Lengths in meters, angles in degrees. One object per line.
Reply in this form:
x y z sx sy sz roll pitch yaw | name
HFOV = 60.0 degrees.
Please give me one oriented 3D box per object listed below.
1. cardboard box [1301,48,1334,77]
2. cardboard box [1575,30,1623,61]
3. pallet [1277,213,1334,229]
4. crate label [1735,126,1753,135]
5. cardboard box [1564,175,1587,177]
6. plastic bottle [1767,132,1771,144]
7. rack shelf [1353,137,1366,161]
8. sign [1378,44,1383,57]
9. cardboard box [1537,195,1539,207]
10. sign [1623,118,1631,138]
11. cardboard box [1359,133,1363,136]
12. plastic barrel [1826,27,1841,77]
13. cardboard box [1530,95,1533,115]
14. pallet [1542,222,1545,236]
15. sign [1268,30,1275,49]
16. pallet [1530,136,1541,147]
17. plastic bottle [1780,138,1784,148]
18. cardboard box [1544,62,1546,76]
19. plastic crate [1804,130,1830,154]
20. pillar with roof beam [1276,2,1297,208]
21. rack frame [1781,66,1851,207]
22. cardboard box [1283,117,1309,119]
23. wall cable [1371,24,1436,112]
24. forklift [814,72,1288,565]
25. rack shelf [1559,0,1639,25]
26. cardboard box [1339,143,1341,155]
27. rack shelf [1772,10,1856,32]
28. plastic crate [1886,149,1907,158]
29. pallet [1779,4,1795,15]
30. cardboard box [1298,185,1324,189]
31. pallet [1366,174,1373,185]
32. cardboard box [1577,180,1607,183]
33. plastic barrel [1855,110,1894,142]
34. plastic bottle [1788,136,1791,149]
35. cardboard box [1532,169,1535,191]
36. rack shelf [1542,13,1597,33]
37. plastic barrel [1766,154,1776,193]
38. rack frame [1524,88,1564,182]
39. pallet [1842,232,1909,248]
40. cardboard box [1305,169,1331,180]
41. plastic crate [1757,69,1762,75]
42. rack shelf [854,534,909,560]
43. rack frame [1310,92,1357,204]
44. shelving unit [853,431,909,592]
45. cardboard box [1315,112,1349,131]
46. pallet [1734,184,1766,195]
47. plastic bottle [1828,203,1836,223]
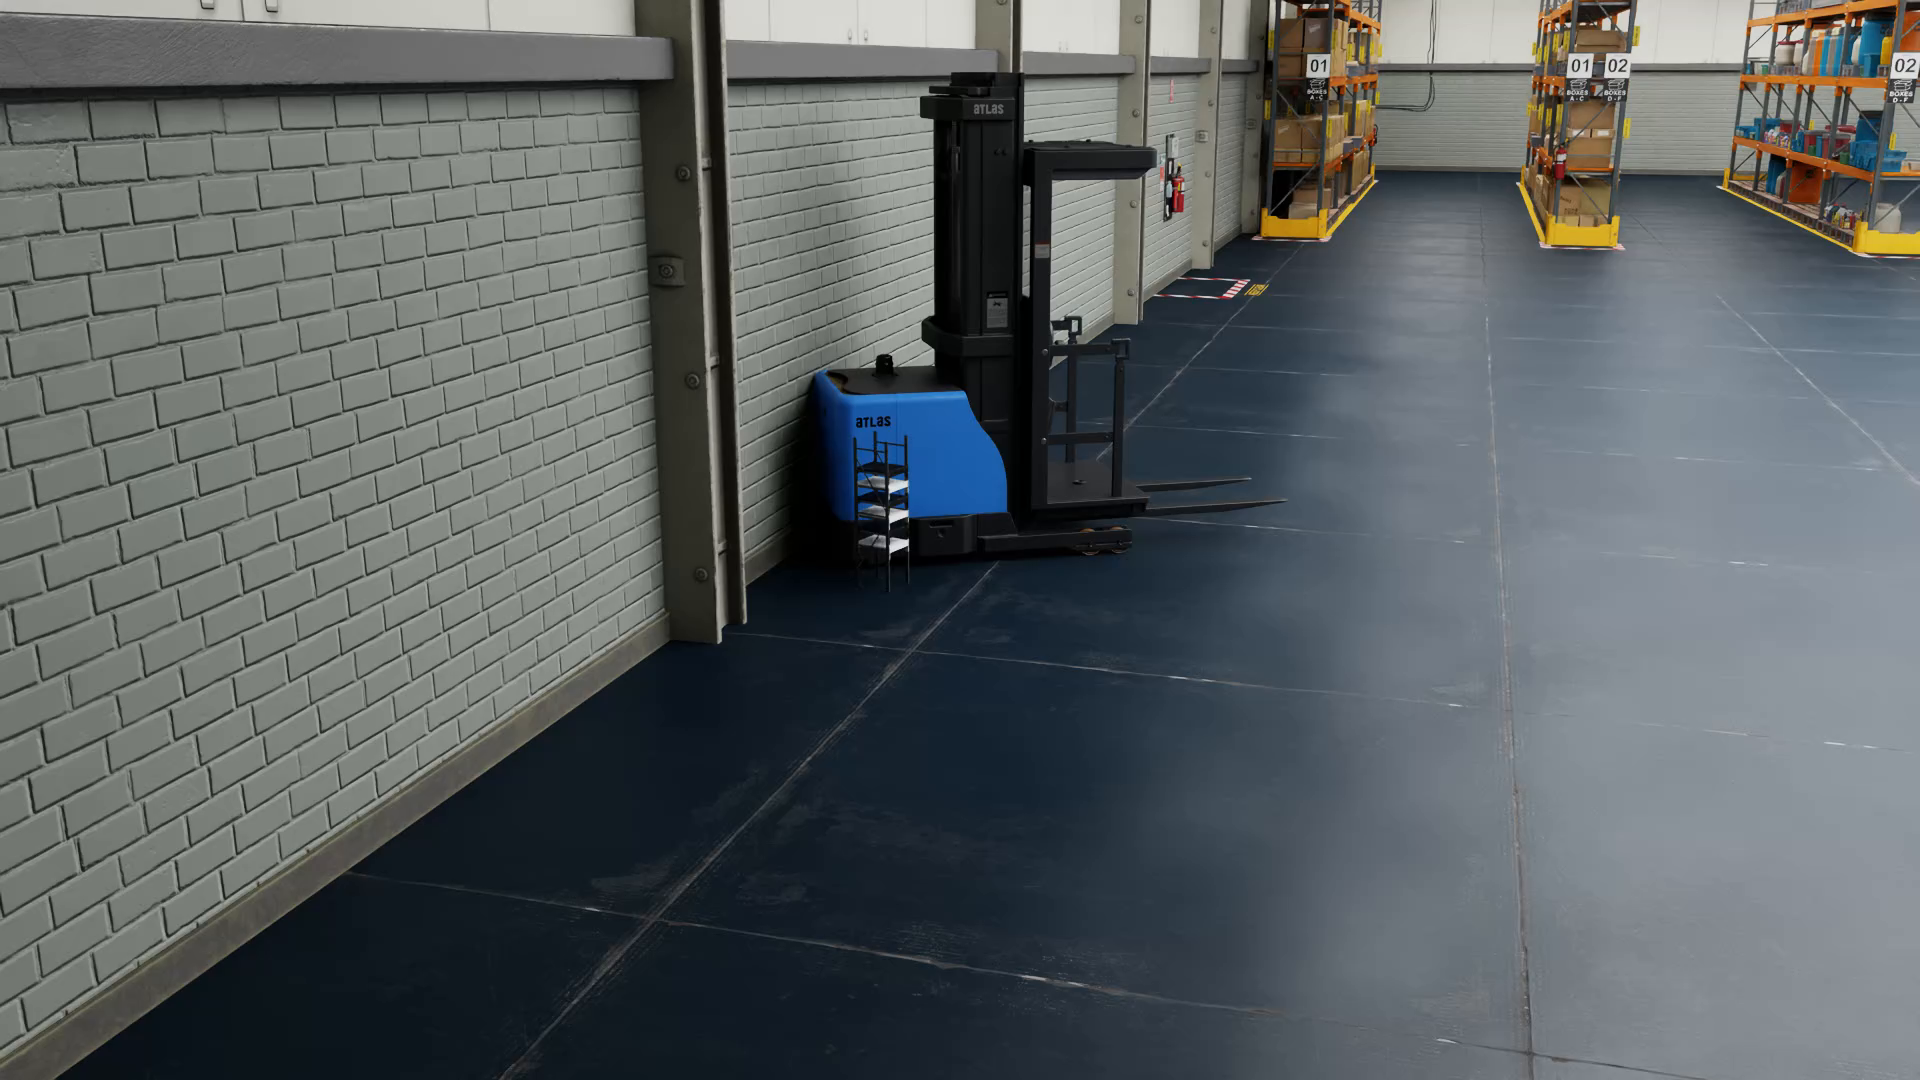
6.402 -8.549 29.756 0.500 0.500 0.500 5 17 17 | cardboard box
10.985 -8.509 28.620 0.797 0.503 0.637 6 17 20 | cardboard box
6.702 -6.186 32.253 1.003 0.211 1.213 5 16 16 | pallet
19.727 -10.307 41.868 0.416 0.233 0.303 5 16 16 | crate label
13.178 -7.683 35.660 0.500 0.311 0.500 5 17 17 | cardboard box
18.375 -9.104 37.658 0.152 0.276 0.135 5 16 16 | plastic bottle
8.909 -9.250 39.263 1.077 0.370 4.000 5 16 16 | rack shelf
11.130 -12.951 44.019 0.100 0.325 0.005 5 16 16 | sign
12.084 -6.920 33.998 0.500 0.250 0.500 5 17 17 | cardboard box
11.348 -7.007 28.304 0.100 0.325 0.005 5 16 16 | sign
9.468 -9.692 39.927 0.380 0.149 0.250 5 16 16 | cardboard box
16.825 -9.264 31.576 0.600 0.901 0.600 0 16 0 | plastic barrel
14.985 -11.216 42.861 0.500 0.500 0.500 5 17 18 | cardboard box
11.343 -5.777 30.810 1.003 0.211 1.213 5 16 16 | pallet
5.540 -8.897 29.581 0.100 0.325 0.005 5 16 16 | sign
13.216 -8.780 36.640 1.213 0.211 1.003 5 16 16 | pallet
17.854 -8.616 36.072 0.097 0.201 0.097 0 16 0 | plastic bottle
13.475 -10.567 36.908 0.910 0.500 0.500 5 16 16 | cardboard box
17.086 -7.937 33.196 0.402 0.464 0.583 5 16 16 | plastic crate
11.269 -11.352 34.362 9.100 9.000 0.400 5 16 16 | pillar with roof beam
17.839 -8.305 34.612 1.000 3.000 0.127 5 16 16 | rack frame
6.292 -7.685 31.289 0.500 0.500 0.500 4 16 14 | cardboard box
12.564 -14.010 49.424 3.097 2.526 0.112 5 16 16 | wall cable
0.613 -1.450 10.570 3.031 2.935 1.130 -4 16 -13 | forklift
11.386 -9.468 29.769 1.077 0.370 4.000 5 16 16 | rack shelf
7.210 -7.687 32.672 0.500 0.250 0.500 5 17 16 | cardboard box
18.407 -11.176 35.791 1.077 0.370 4.000 5 16 16 | rack shelf
16.648 -6.876 29.848 0.499 0.251 0.616 5 16 16 | plastic crate
18.770 -11.735 36.792 1.003 0.211 1.213 5 16 16 | pallet
6.947 -6.761 32.944 0.500 0.500 0.500 3 16 12 | cardboard box
10.462 -9.609 44.321 1.003 0.211 1.213 5 16 16 | pallet
11.612 -6.352 30.623 0.500 0.500 0.500 5 16 16 | cardboard box
17.102 -7.577 31.127 0.600 0.901 0.708 5 16 16 | plastic barrel
17.545 -8.388 35.118 0.061 0.283 0.133 5 16 16 | plastic bottle
13.422 -8.235 38.140 0.500 0.500 0.500 4 16 14 | cardboard box
13.659 -11.561 37.148 1.077 0.370 4.000 5 16 16 | rack shelf
18.805 -8.403 38.033 0.600 0.901 0.708 5 16 16 | plastic barrel
15.364 -10.783 43.349 1.000 3.000 0.127 5 16 16 | rack frame
15.778 -5.106 28.444 1.003 0.211 1.213 5 16 16 | pallet
7.519 -7.706 34.900 0.500 0.250 0.500 4 16 15 | cardboard box
18.972 -11.030 39.205 0.293 0.136 0.466 5 16 16 | plastic crate
-0.461 0.038 9.828 0.258 0.077 0.200 10 19 31 | rack shelf
8.340 -9.073 37.320 1.000 3.000 0.127 5 16 16 | rack frame
-0.461 -0.167 9.770 0.258 0.900 0.210 10 19 31 | shelving unit
8.216 -9.209 36.811 0.700 0.500 0.500 3 16 9 | cardboard box
19.492 -8.525 40.500 1.003 0.211 1.213 5 16 16 | pallet
16.075 -6.017 30.593 0.144 0.351 0.185 5 17 17 | plastic bottle
